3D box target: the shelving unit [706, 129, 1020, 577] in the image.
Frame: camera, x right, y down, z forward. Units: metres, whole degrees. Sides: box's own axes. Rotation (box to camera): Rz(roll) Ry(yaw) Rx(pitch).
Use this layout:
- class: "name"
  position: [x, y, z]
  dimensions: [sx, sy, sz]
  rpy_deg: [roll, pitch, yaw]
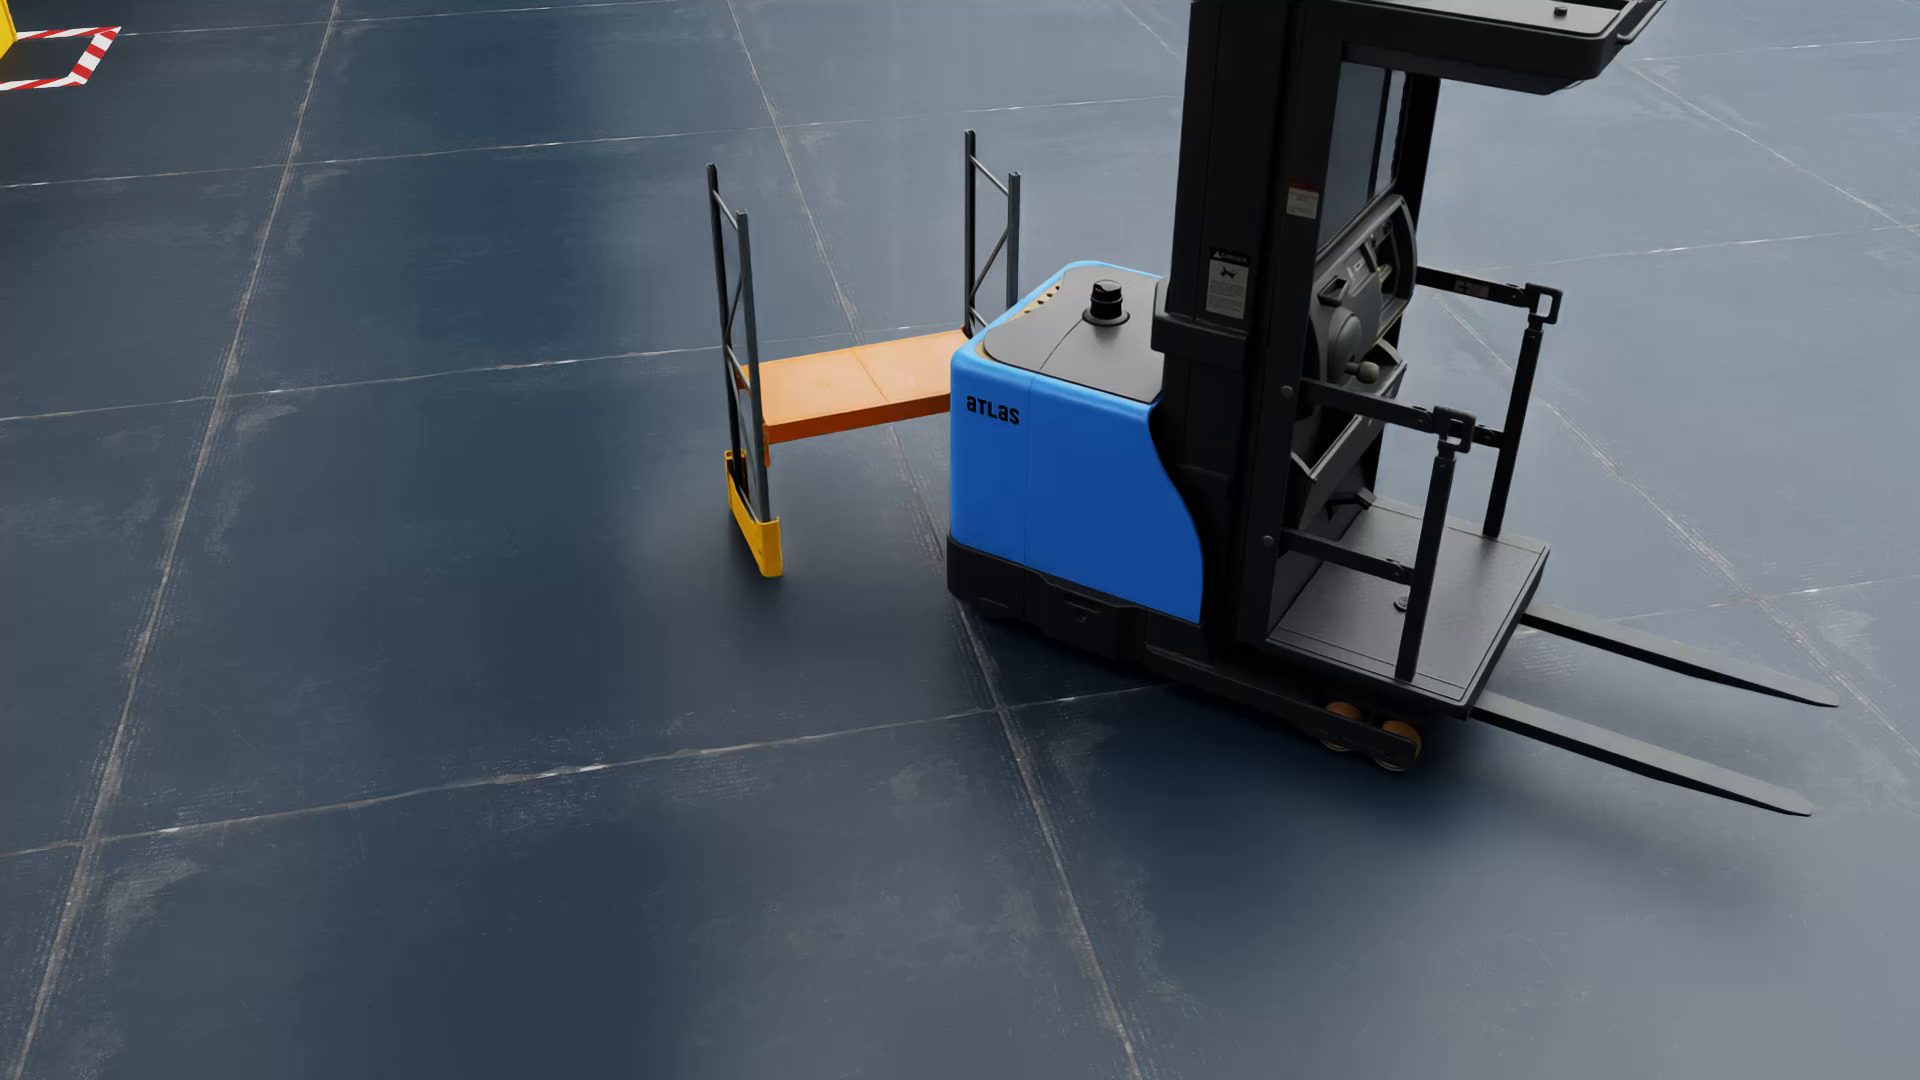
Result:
- class: "shelving unit"
  position: [-0.366, -0.731, 6.493]
  dimensions: [1.083, 1.500, 0.587]
  rpy_deg: [-12, 36, -17]

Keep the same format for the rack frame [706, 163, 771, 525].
- class: "rack frame"
  position: [-0.834, -0.634, 6.349]
  dimensions: [0.032, 1.500, 0.500]
  rpy_deg: [-12, 36, -17]

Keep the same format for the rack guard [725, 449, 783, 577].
- class: "rack guard"
  position: [-0.833, -0.115, 6.698]
  dimensions: [0.087, 0.250, 0.587]
  rpy_deg: [-12, 36, -17]

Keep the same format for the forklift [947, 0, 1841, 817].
- class: "forklift"
  position: [1.479, -0.781, 5.283]
  dimensions: [3.031, 2.935, 1.130]
  rpy_deg: [18, 38, 25]

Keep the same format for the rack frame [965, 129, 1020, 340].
- class: "rack frame"
  position: [0.119, -0.831, 6.643]
  dimensions: [0.032, 1.500, 0.500]
  rpy_deg: [-12, 36, -17]

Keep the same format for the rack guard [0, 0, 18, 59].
- class: "rack guard"
  position: [-6.991, -3.592, 11.654]
  dimensions: [0.348, 0.500, 1.175]
  rpy_deg: [-7, 35, -11]

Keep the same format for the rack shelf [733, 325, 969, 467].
- class: "rack shelf"
  position: [-0.358, -0.583, 6.596]
  dimensions: [1.000, 0.185, 0.538]
  rpy_deg: [-12, 36, -17]
